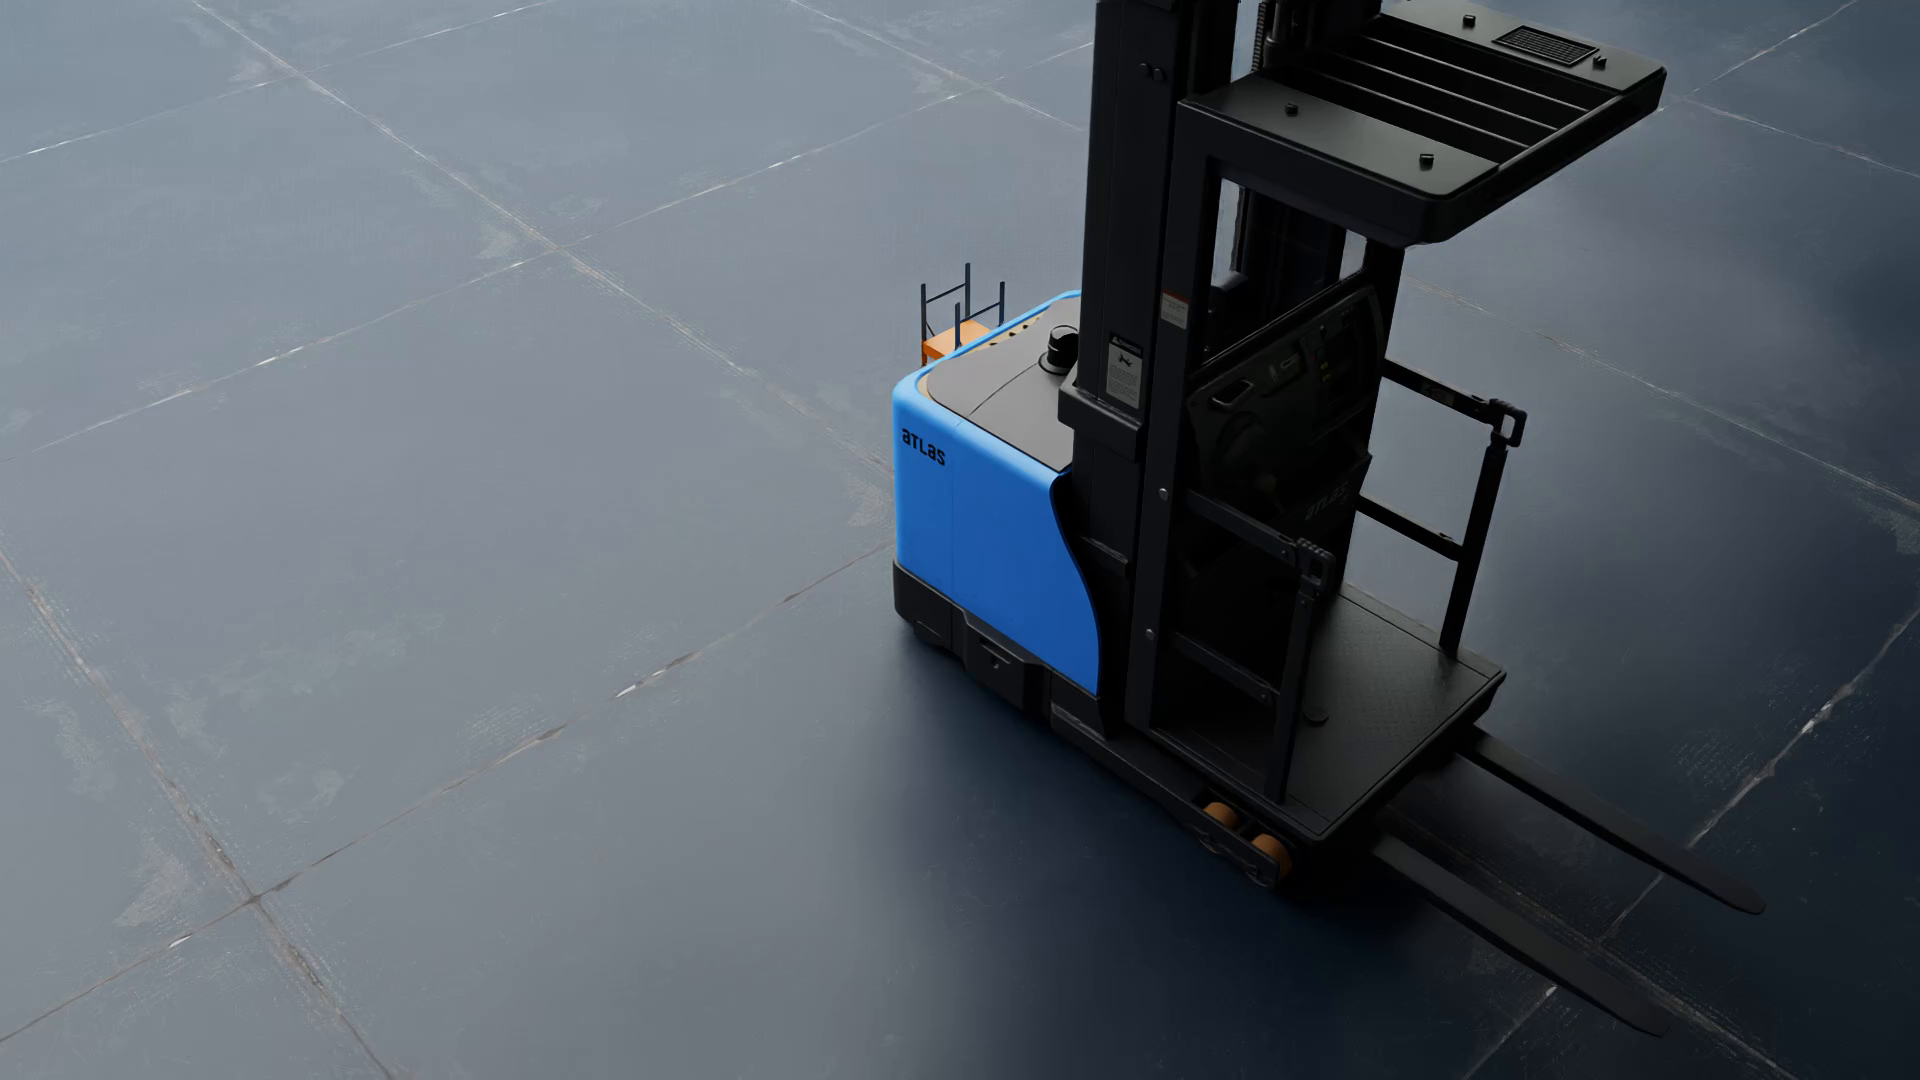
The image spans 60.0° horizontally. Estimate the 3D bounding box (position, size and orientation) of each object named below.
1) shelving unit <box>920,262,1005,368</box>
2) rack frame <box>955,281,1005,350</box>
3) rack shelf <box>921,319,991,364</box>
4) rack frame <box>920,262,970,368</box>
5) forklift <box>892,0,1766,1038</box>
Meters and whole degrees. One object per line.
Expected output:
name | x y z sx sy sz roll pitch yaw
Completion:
shelving unit | 0.010 -0.460 6.365 0.258 1.200 0.189 -30 48 -32
rack frame | 0.072 -0.418 6.312 0.240 1.200 0.006 -30 48 -32
rack shelf | 0.010 -0.706 6.166 0.258 0.103 0.180 -30 48 -32
rack frame | -0.052 -0.502 6.417 0.240 1.200 0.006 -30 48 -32
forklift | 1.142 -0.395 4.906 1.130 2.935 3.031 -32 49 -33
